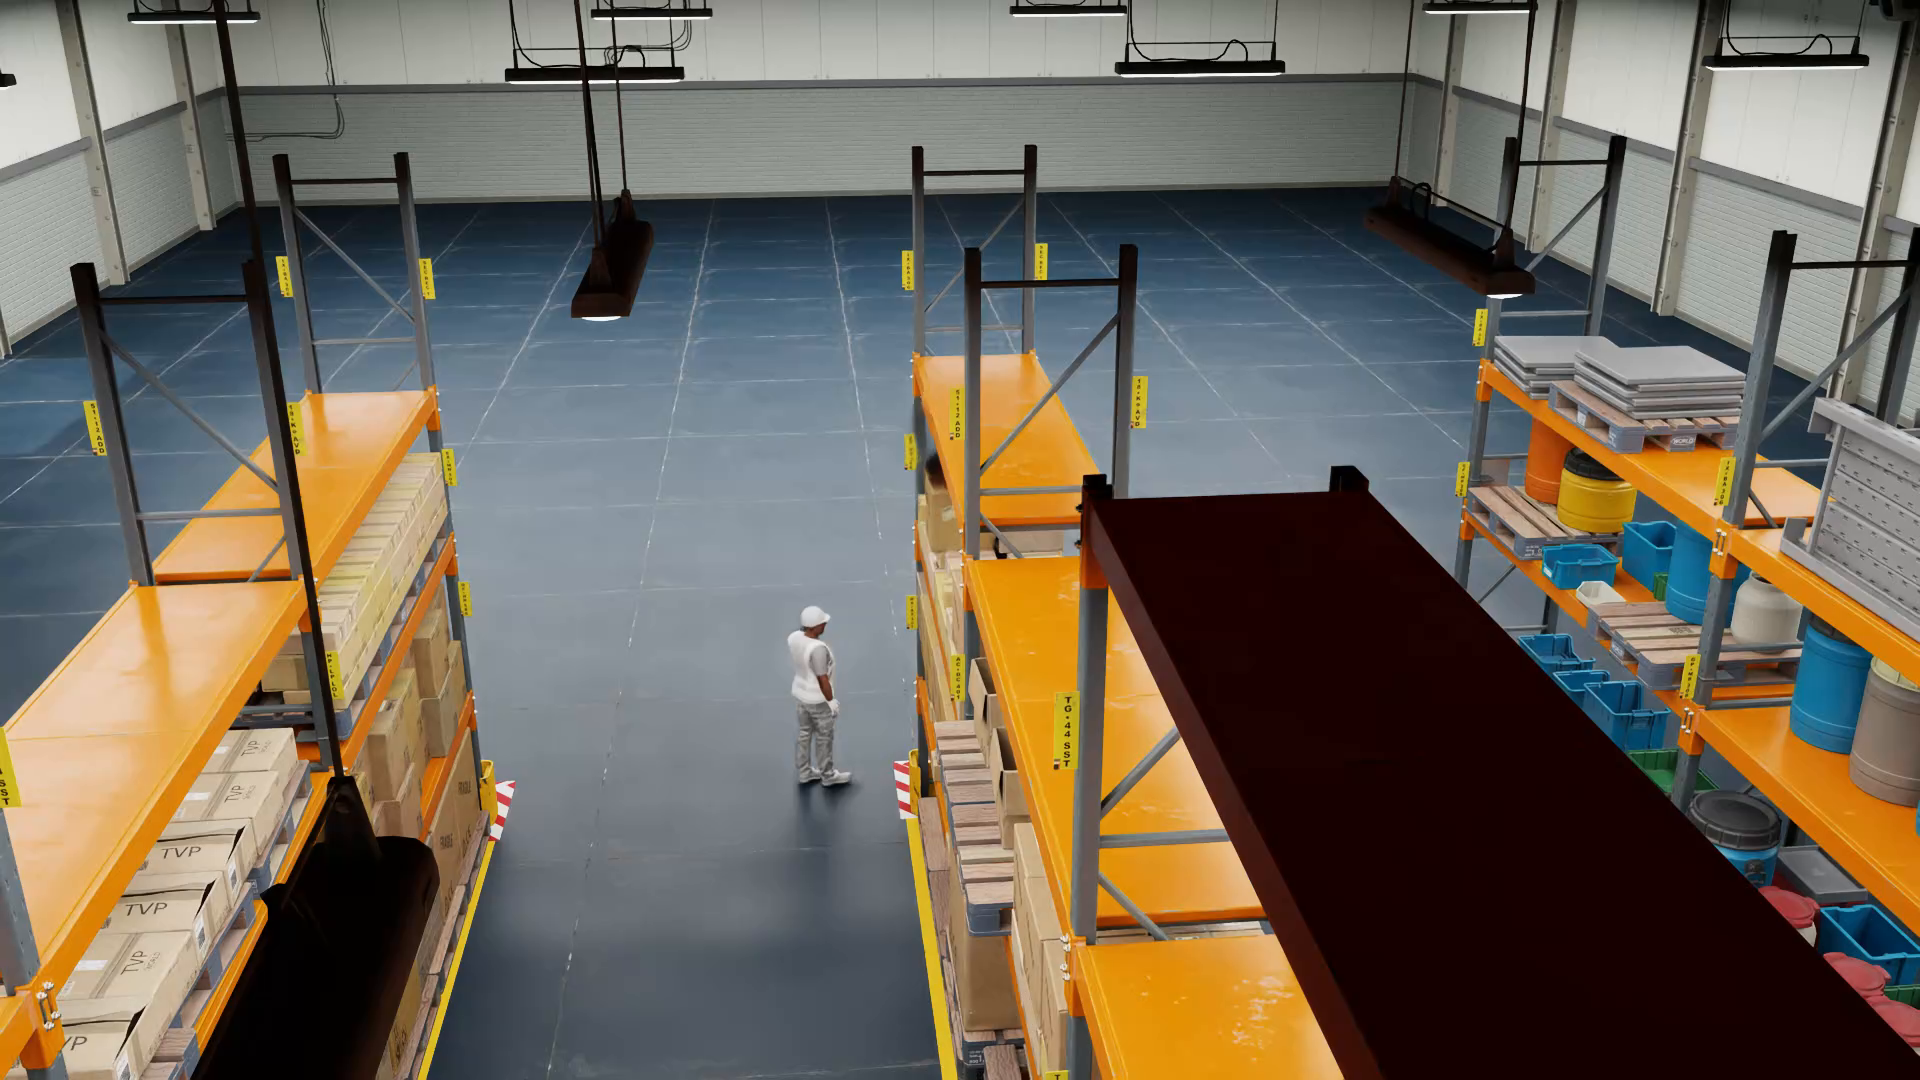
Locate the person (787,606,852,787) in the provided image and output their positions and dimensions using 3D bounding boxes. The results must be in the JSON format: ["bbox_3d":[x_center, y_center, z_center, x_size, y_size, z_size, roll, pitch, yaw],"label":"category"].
[{"bbox_3d":[-1.324,1.444,15.542,0.473,1.797,0.573,-16,26,-34],"label":"person"}]
